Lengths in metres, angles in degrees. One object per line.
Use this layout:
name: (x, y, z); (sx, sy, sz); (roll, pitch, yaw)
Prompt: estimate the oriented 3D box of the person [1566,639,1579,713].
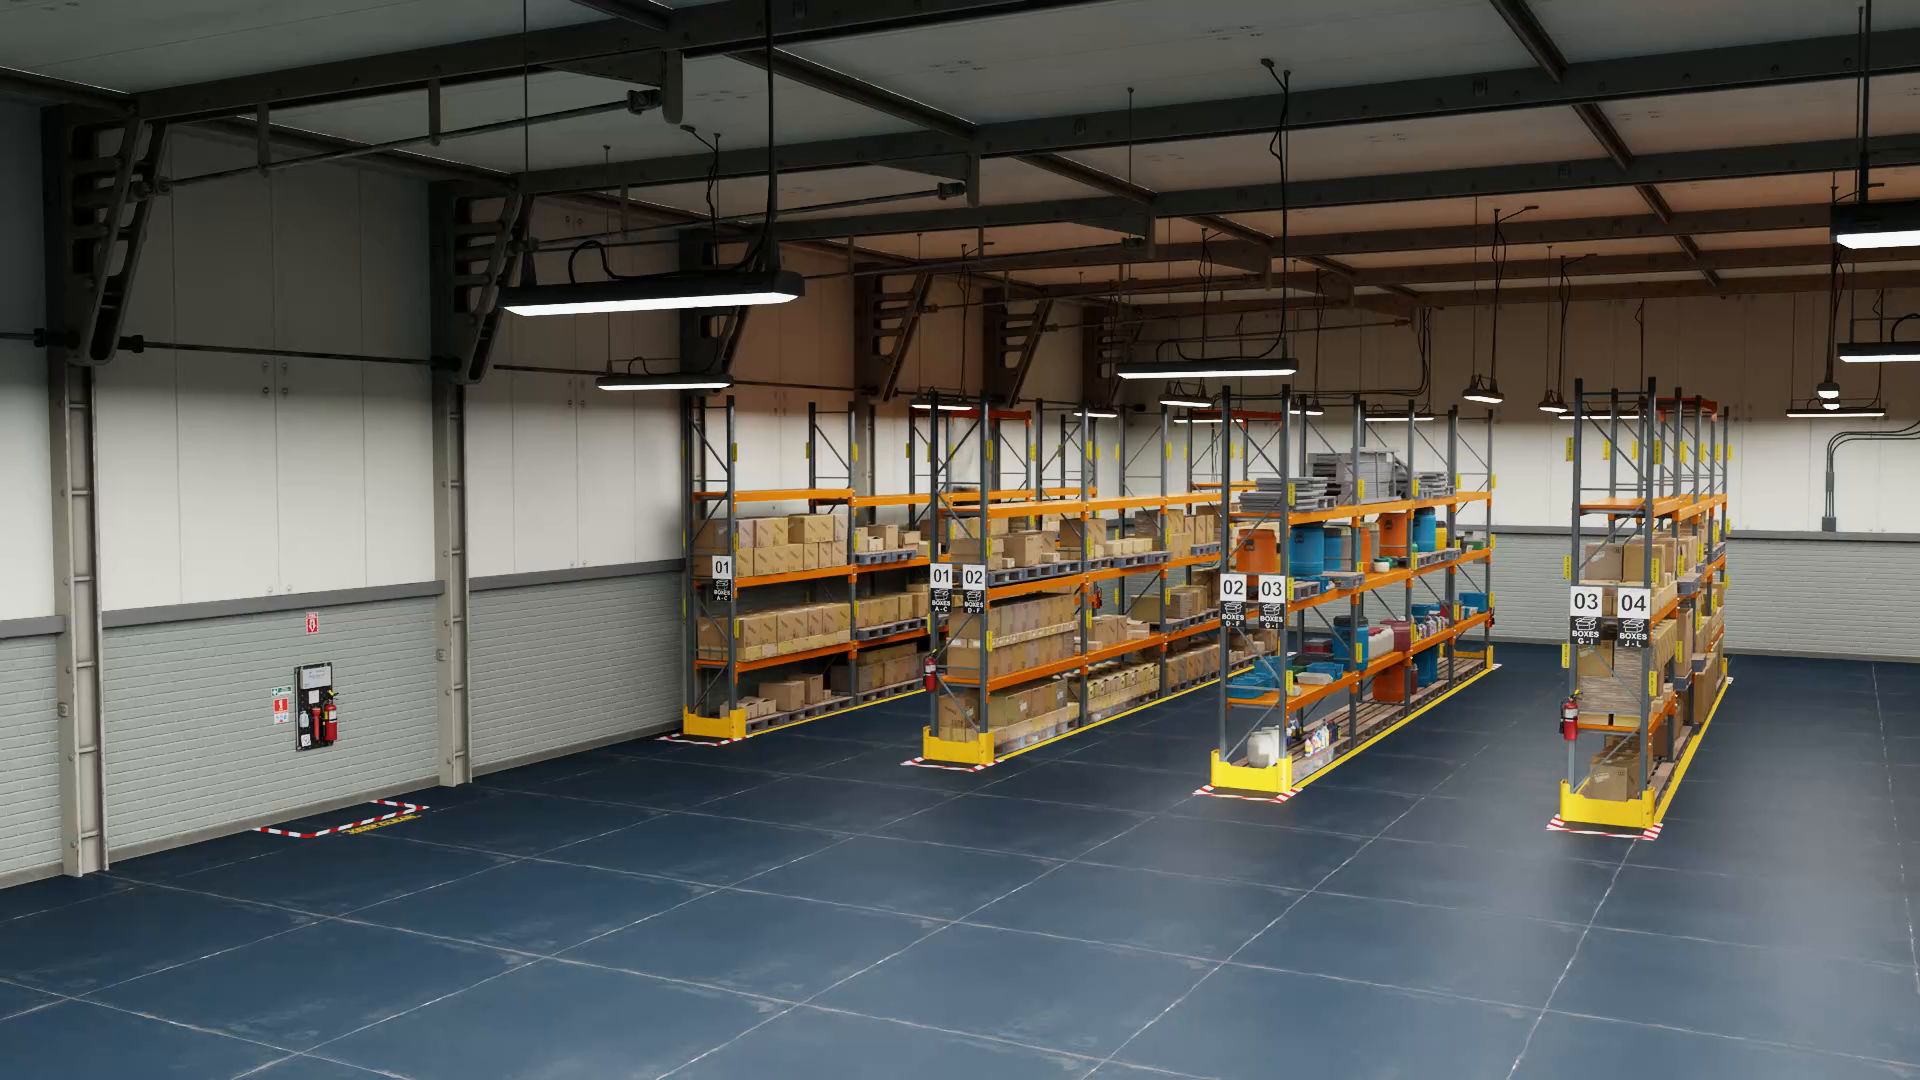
person: (11.739, 2.458, 31.450); (0.642, 1.840, 0.762); (1, 3, 23)
